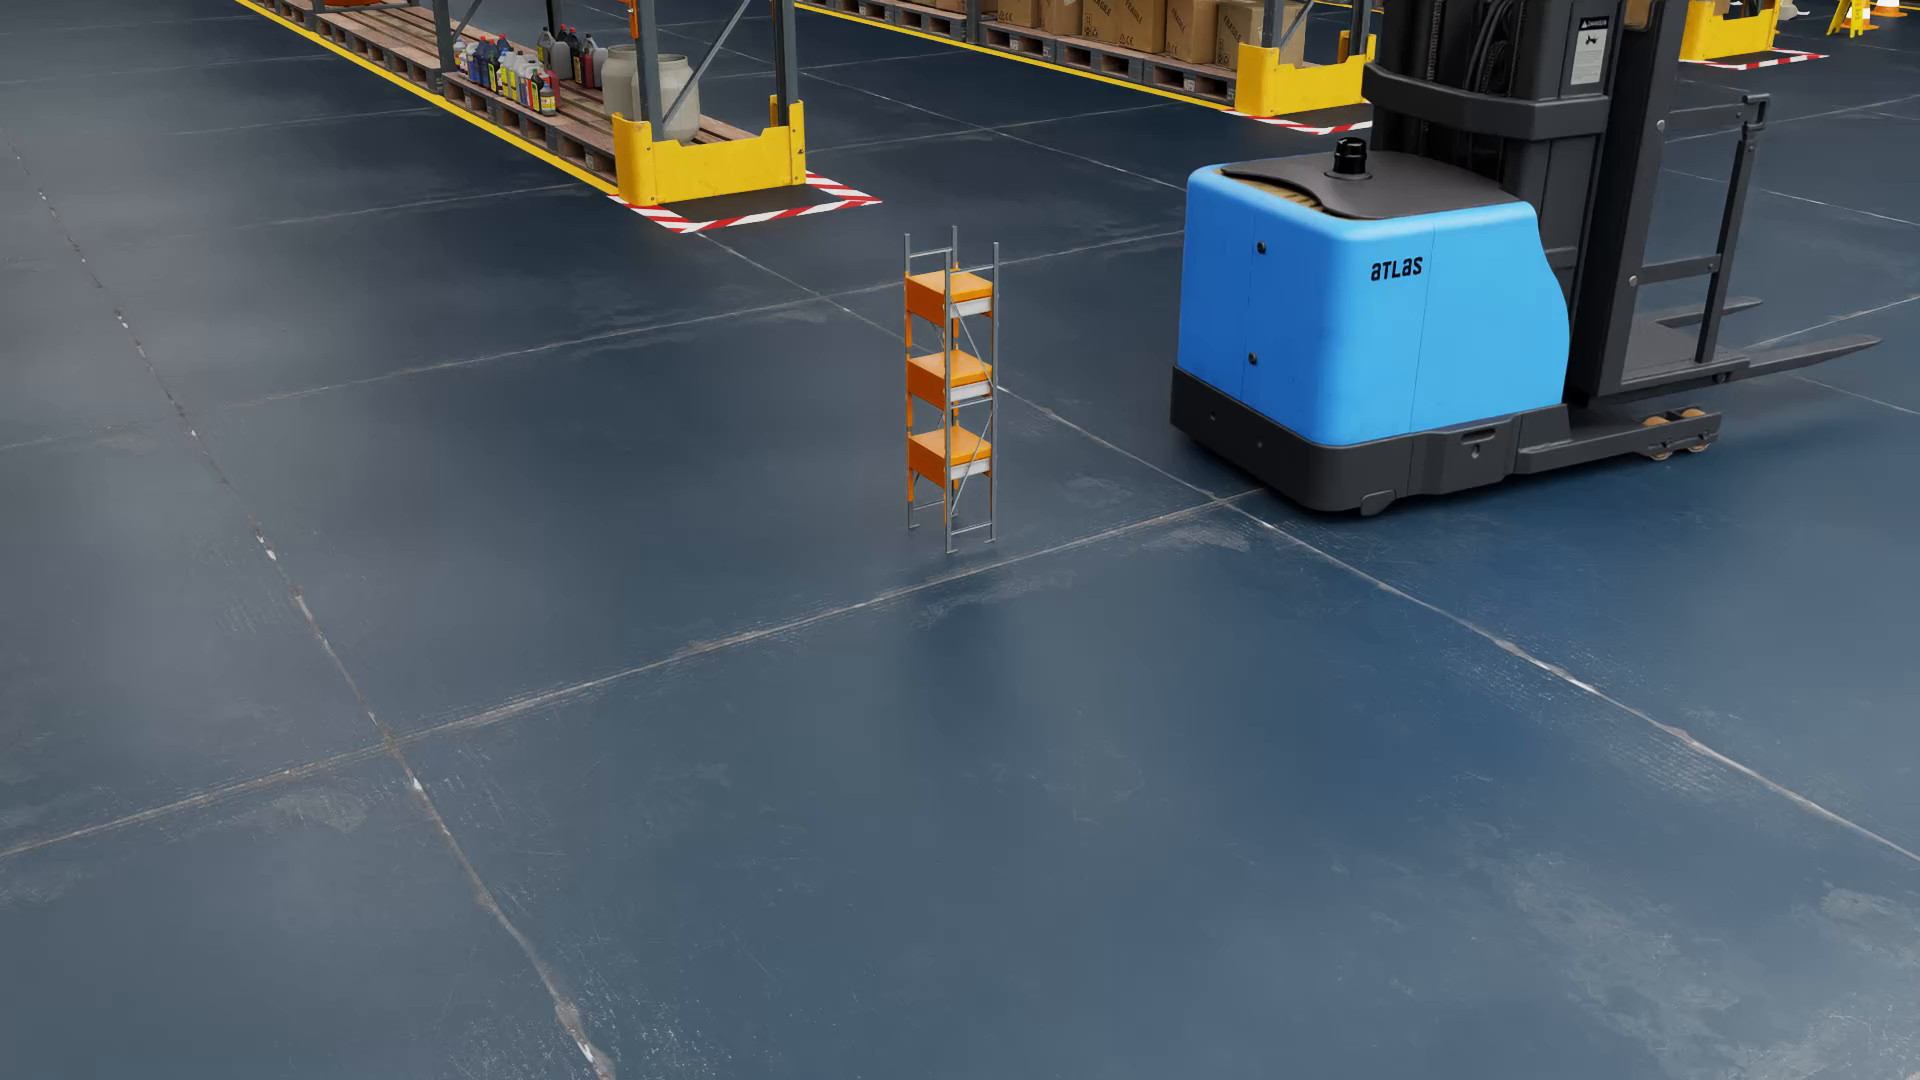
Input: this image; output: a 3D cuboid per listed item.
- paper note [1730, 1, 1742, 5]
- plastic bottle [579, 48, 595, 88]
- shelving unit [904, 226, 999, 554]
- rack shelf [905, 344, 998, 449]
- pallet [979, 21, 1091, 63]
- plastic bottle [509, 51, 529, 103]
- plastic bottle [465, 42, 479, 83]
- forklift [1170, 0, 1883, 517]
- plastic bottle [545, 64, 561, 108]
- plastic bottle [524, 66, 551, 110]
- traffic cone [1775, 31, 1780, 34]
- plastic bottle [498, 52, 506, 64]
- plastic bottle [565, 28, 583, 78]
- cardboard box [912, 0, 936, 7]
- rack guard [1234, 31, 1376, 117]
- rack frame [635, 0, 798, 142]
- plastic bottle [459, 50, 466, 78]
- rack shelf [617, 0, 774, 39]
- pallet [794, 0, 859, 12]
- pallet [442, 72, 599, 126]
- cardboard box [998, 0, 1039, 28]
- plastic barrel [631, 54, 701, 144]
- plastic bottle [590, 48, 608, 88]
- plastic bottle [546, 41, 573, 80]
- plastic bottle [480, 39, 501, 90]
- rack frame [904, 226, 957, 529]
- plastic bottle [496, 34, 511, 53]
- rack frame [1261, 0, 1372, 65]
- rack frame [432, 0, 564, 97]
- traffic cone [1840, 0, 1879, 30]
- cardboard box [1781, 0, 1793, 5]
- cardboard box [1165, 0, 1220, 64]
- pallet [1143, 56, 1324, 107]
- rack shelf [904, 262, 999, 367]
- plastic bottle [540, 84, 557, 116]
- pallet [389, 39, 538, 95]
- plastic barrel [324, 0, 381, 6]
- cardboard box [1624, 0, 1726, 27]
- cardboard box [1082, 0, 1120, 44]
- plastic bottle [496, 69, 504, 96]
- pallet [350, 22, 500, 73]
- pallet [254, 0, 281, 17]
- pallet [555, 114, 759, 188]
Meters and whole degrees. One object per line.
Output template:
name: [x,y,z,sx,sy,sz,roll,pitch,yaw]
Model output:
paper note: [8.475,-5.862,18.144,0.148,0.019,0.142,-6,26,-12]
plastic bottle: [-2.769,-3.503,12.322,0.061,0.283,0.133,-16,29,-30]
shelving unit: [-0.029,-0.494,5.566,0.215,1.050,0.252,-16,29,-30]
rack shelf: [-0.029,-0.484,5.571,0.215,0.259,0.240,-16,29,-30]
pallet: [0.907,-4.625,15.299,1.003,0.211,1.213,-16,29,-30]
plastic bottle: [-3.110,-3.293,11.799,0.144,0.351,0.185,-14,29,-27]
plastic bottle: [-3.633,-3.605,12.548,0.152,0.276,0.135,-14,29,-28]
forklift: [2.387,-1.822,6.176,3.031,2.935,1.130,-11,28,-23]
plastic bottle: [-2.852,-3.180,11.638,0.061,0.283,0.133,-16,29,-30]
plastic bottle: [-2.940,-3.151,11.587,0.152,0.276,0.135,-15,29,-29]
traffic cone: [7.805,-5.180,16.181,0.336,0.463,0.334,-16,29,-30]
plastic bottle: [-3.332,-3.432,12.186,0.097,0.271,0.097,0,25,0]
plastic bottle: [-2.942,-3.733,12.731,0.144,0.351,0.185,-17,30,-32]
cardboard box: [-0.051,-5.586,16.481,0.700,0.500,0.500,-16,29,-30]
rack guard: [2.652,-3.584,12.756,1.175,0.500,0.348,-16,29,-30]
rack frame: [-1.456,-3.533,9.720,1.000,3.000,0.127,-16,29,-30]
plastic bottle: [-3.777,-3.644,12.719,0.097,0.201,0.097,0,25,0]
rack shelf: [-2.548,-3.923,11.388,1.077,0.370,4.000,-16,29,-30]
pallet: [-1.248,-6.007,18.228,1.003,0.211,1.213,-16,29,-30]
pallet: [-3.308,-3.452,12.816,1.003,0.211,1.213,-16,29,-30]
cardboard box: [0.695,-5.025,15.316,0.500,0.500,0.500,-17,30,-31]
plastic barrel: [-1.879,-2.815,10.622,0.421,0.512,0.421,0,25,0]
plastic bottle: [-2.680,-3.524,12.377,0.152,0.276,0.135,-15,29,-29]
plastic bottle: [-3.052,-3.655,12.654,0.152,0.276,0.135,-16,29,-30]
plastic bottle: [-3.444,-3.511,12.262,0.144,0.351,0.185,-17,30,-32]
rack frame: [-0.096,-0.538,5.659,0.200,1.050,0.008,-16,29,-30]
plastic bottle: [-3.426,-3.613,12.477,0.144,0.351,0.185,-16,29,-30]
rack frame: [2.694,-4.687,12.165,1.000,3.000,0.127,-16,29,-30]
rack frame: [-3.640,-4.963,12.750,1.000,3.000,0.127,-16,29,-30]
traffic cone: [8.937,-5.322,16.482,0.336,0.463,0.334,-16,29,-30]
cardboard box: [8.589,-5.705,17.661,0.380,0.149,0.250,-1,25,-3]
cardboard box: [2.012,-4.180,13.526,0.500,0.500,0.500,-8,26,-16]
pallet: [2.239,-3.752,13.450,1.003,0.211,1.213,-16,29,-30]
rack shelf: [-0.029,-0.741,5.450,0.215,0.259,0.240,-16,29,-30]
plastic bottle: [-2.826,-3.021,11.398,0.097,0.201,0.097,0,25,0]
pallet: [-4.101,-3.974,13.921,1.003,0.211,1.213,-16,29,-30]
plastic barrel: [-6.104,-5.774,16.517,0.600,0.830,0.708,-16,29,-30]
cardboard box: [6.479,-5.263,15.382,0.875,0.875,0.875,-15,29,-29]
cardboard box: [1.419,-4.618,14.455,0.500,0.500,0.500,-19,31,-34]
plastic bottle: [-3.309,-3.337,12.068,0.097,0.201,0.097,0,25,0]
pallet: [-4.771,-4.411,14.847,1.003,0.211,1.213,-16,29,-30]
pallet: [-6.950,-5.841,17.876,1.003,0.211,1.213,-16,29,-30]
pallet: [-1.976,-2.580,10.967,1.003,0.211,1.213,-16,29,-30]
